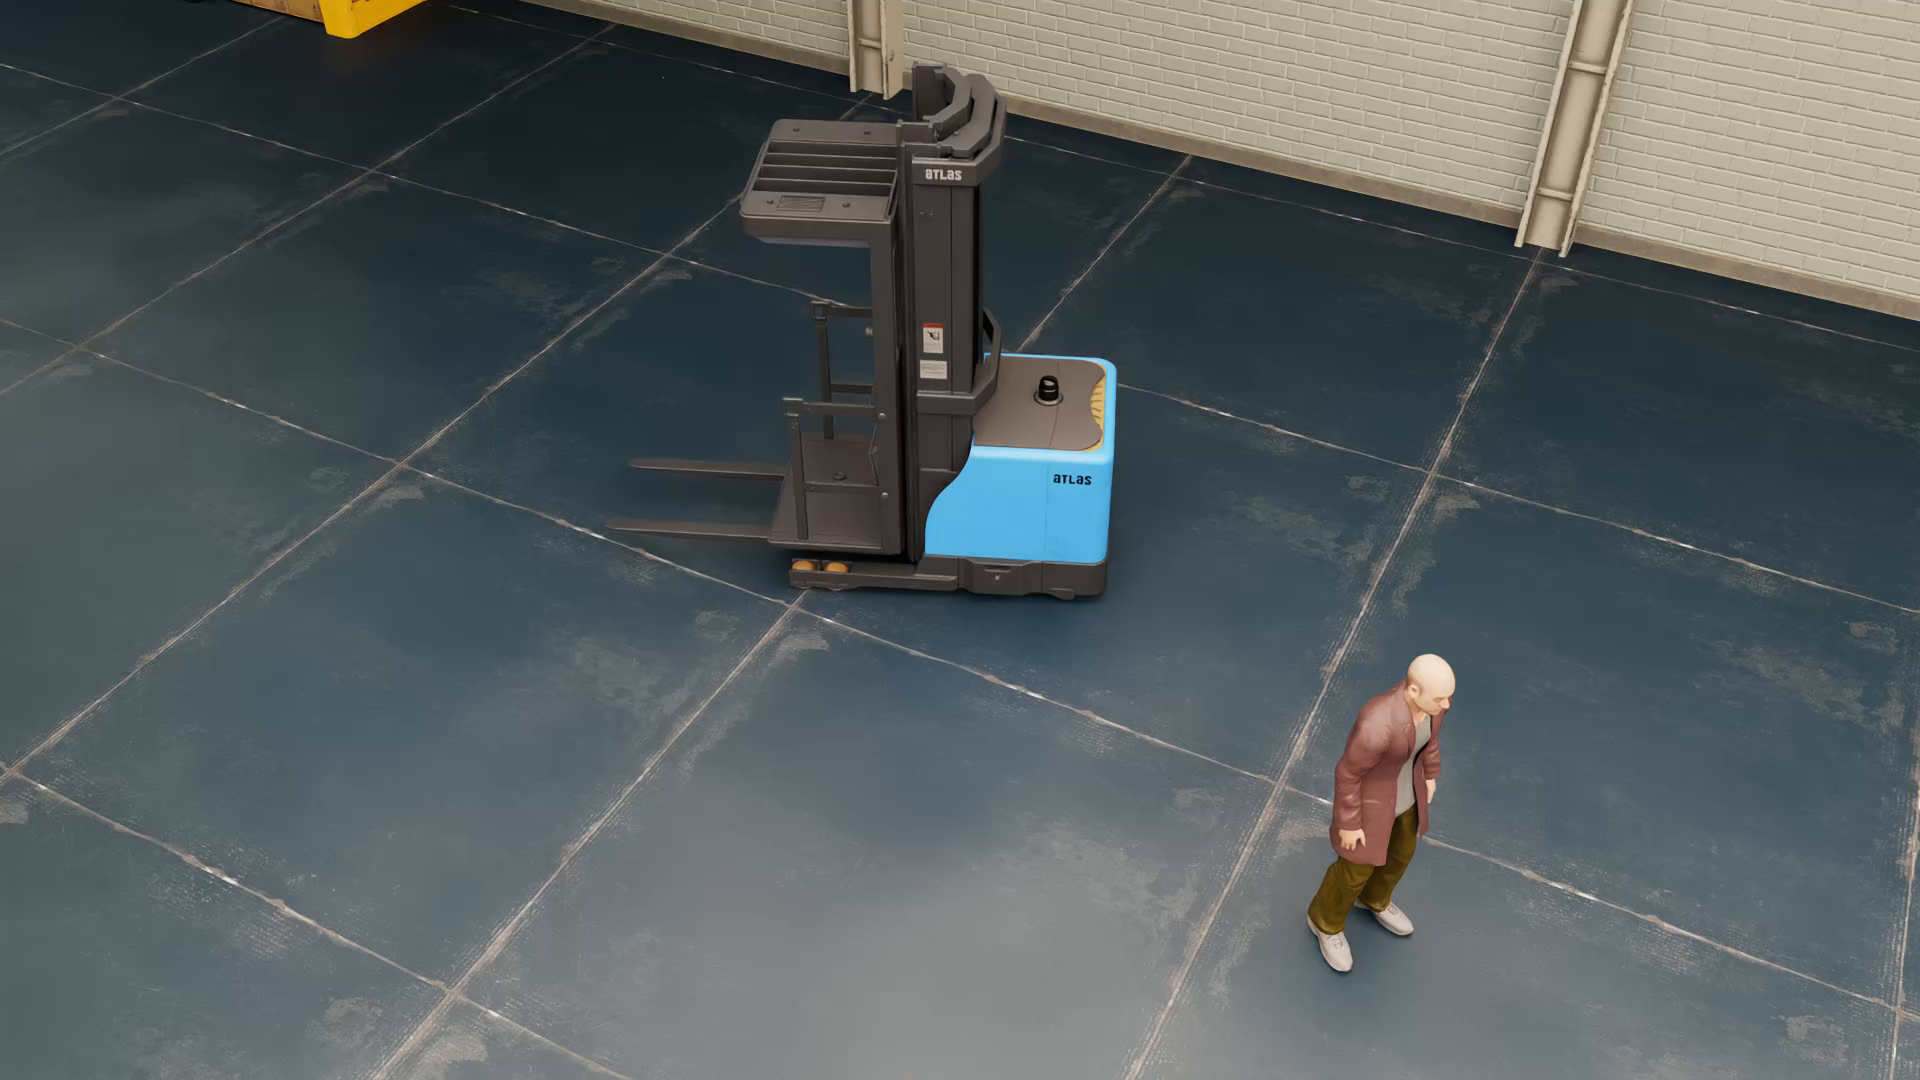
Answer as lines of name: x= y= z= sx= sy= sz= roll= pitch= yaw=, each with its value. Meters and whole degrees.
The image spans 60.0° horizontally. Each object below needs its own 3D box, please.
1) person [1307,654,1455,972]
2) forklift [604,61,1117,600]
person: x=1.928 y=1.169 z=7.498 sx=0.646 sy=1.772 sz=0.436 roll=-25 pitch=46 yaw=-26
forklift: x=-0.606 y=-1.157 z=9.360 sx=3.031 sy=2.935 sz=1.130 roll=3 pitch=40 yaw=4
